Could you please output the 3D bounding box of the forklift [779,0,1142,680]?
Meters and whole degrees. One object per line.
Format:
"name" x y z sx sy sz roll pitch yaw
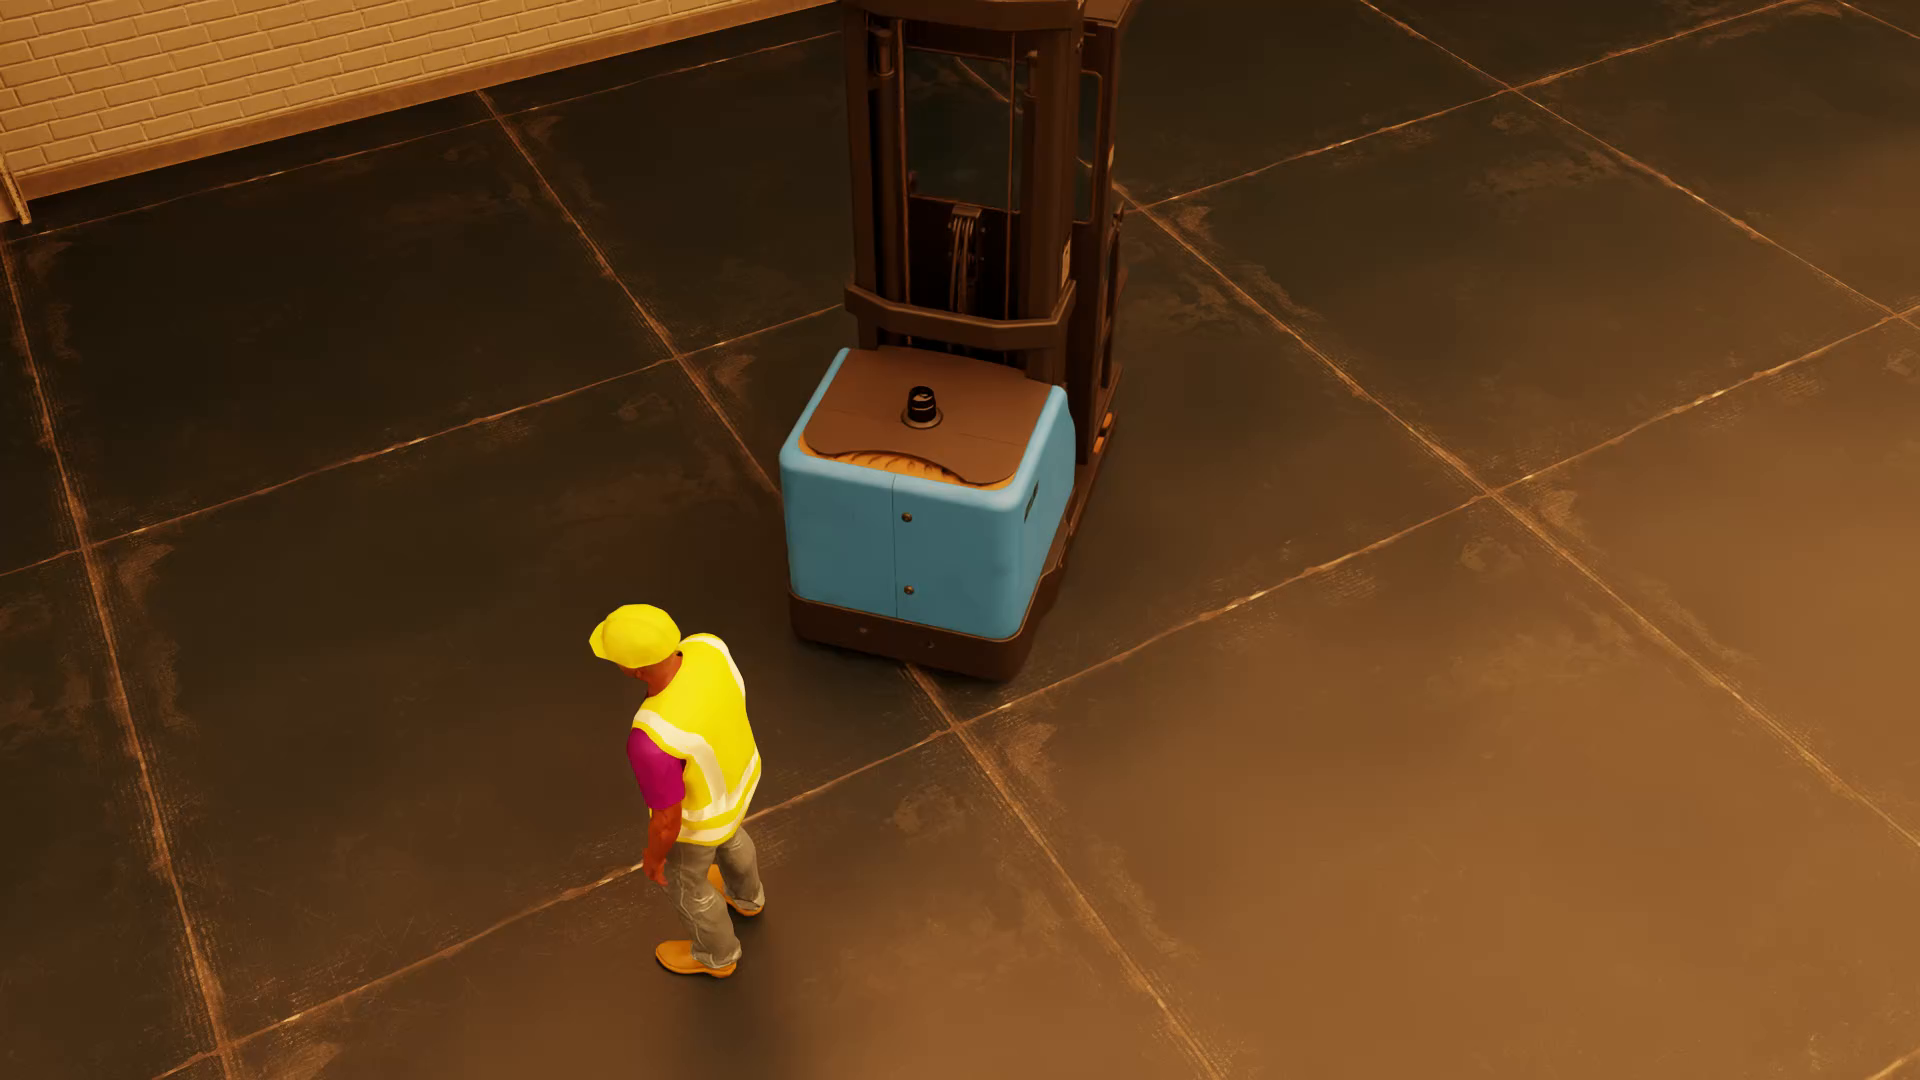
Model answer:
"forklift" 0.164 -1.493 7.307 1.130 2.935 3.031 11 44 12

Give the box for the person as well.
"person" -0.915 0.854 5.641 0.461 1.759 0.630 12 44 13
